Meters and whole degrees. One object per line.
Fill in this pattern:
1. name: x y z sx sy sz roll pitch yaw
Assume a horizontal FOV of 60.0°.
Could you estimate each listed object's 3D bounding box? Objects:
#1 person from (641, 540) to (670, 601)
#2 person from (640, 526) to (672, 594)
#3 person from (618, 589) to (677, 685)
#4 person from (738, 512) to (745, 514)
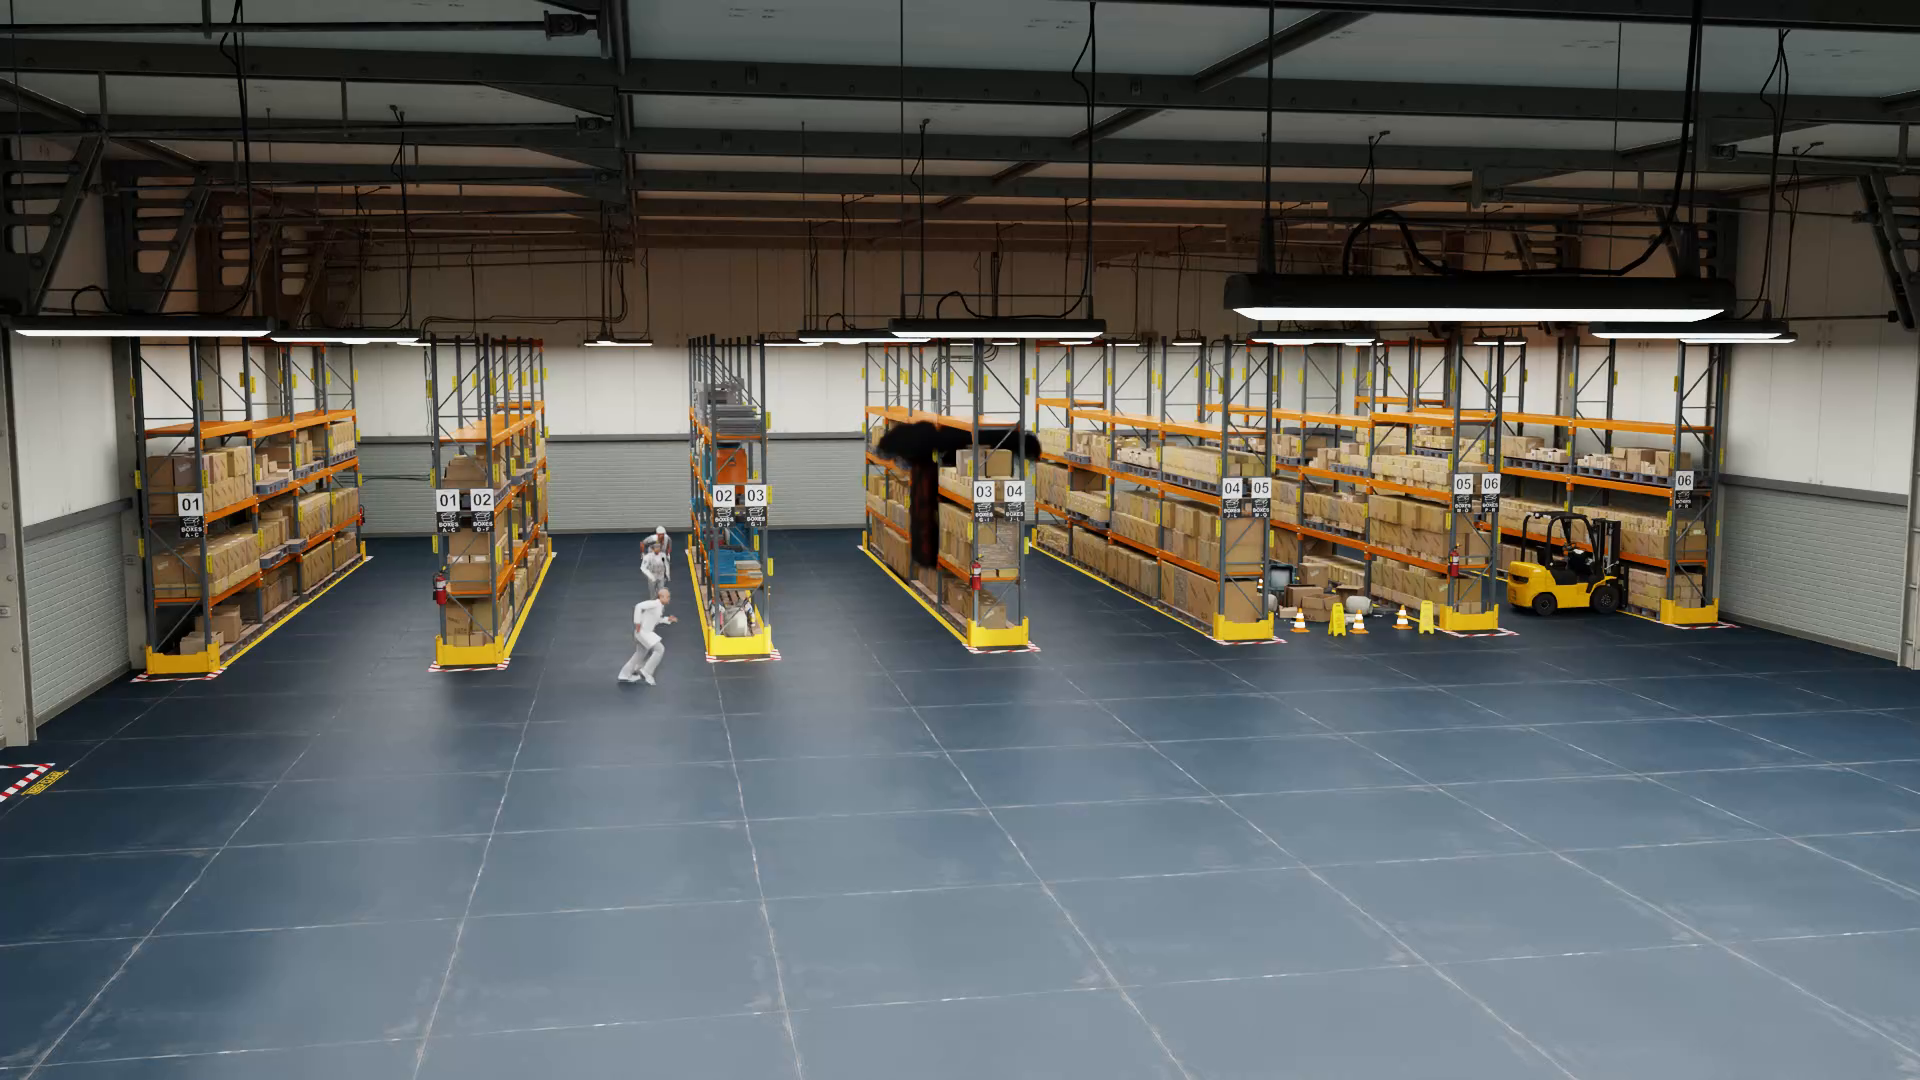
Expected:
1. person: -6.176 0.807 33.682 0.611 1.667 0.698 -3 7 -23
2. person: -6.723 0.452 36.844 0.689 1.561 0.846 -3 7 -24
3. person: -5.358 1.672 28.416 1.045 1.682 0.754 1 7 7
4. person: -6.573 -0.809 49.396 0.849 1.824 0.681 1 7 12
